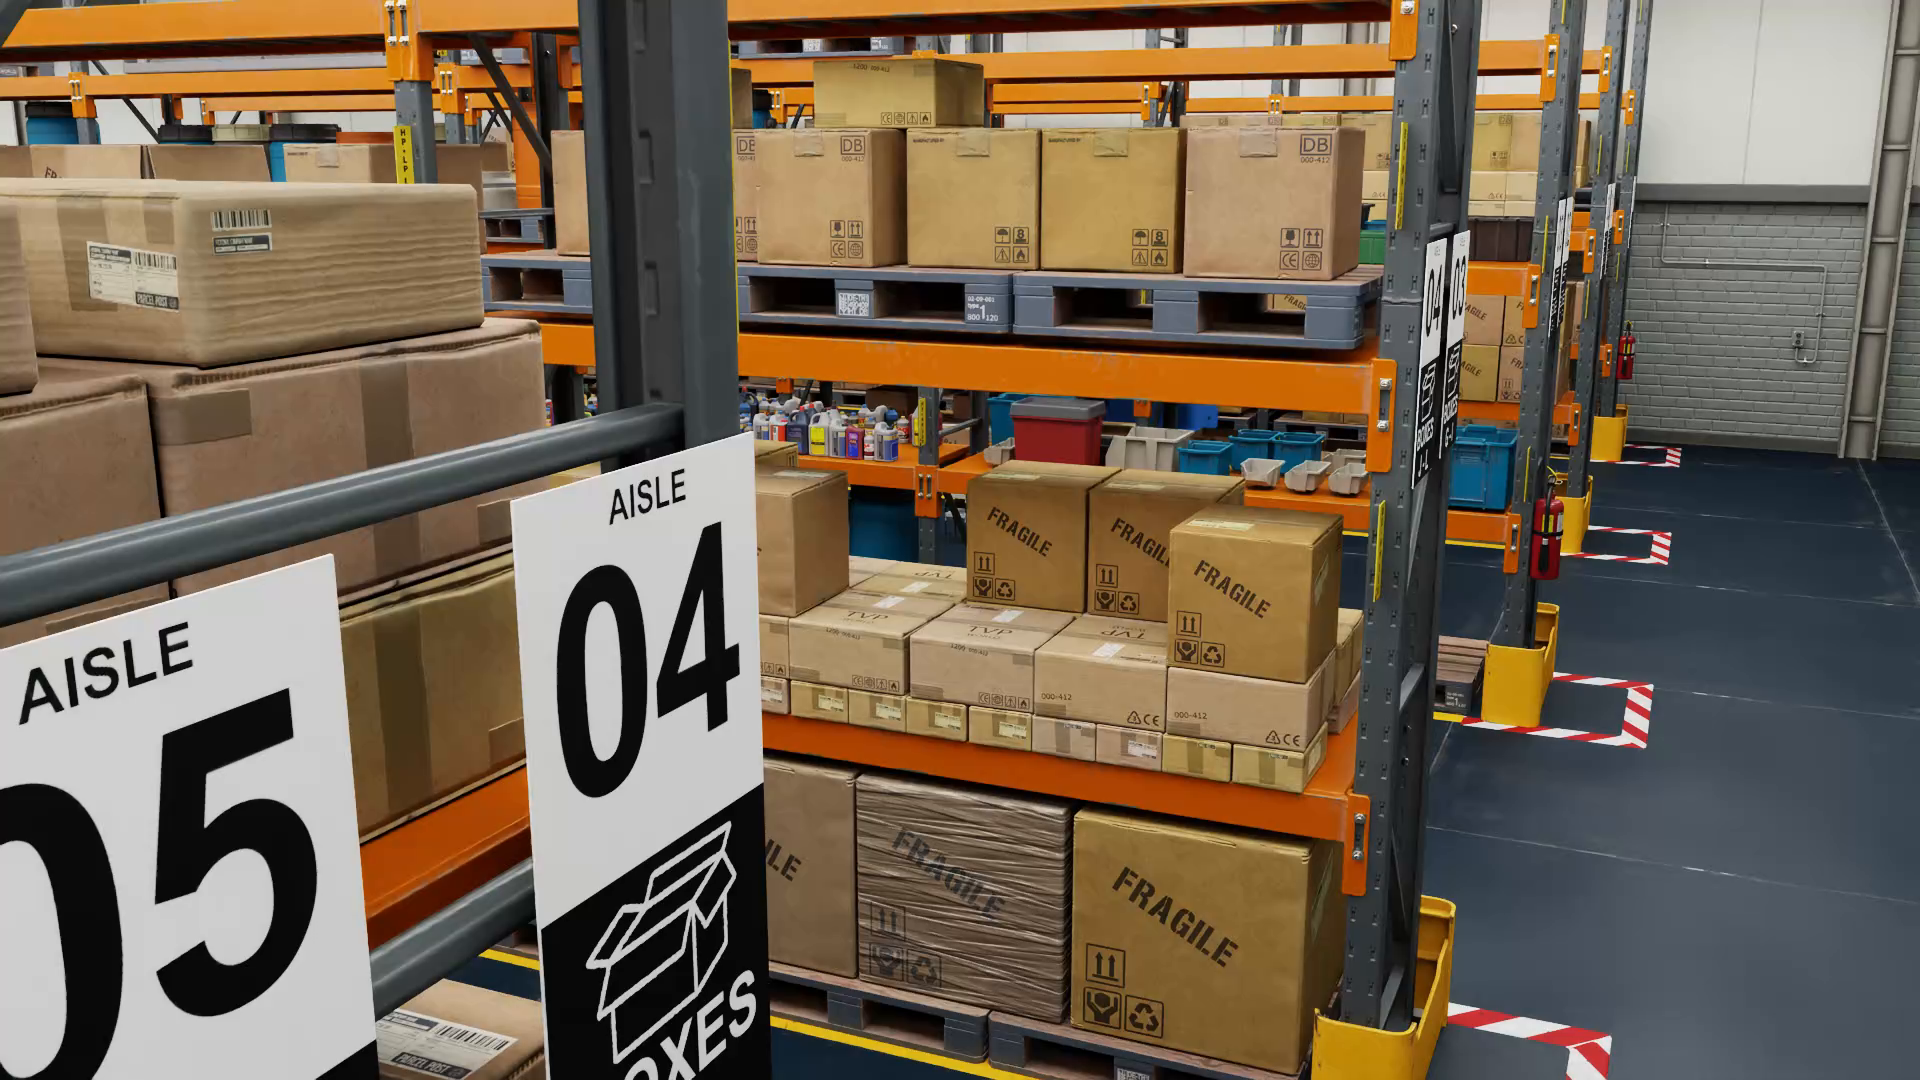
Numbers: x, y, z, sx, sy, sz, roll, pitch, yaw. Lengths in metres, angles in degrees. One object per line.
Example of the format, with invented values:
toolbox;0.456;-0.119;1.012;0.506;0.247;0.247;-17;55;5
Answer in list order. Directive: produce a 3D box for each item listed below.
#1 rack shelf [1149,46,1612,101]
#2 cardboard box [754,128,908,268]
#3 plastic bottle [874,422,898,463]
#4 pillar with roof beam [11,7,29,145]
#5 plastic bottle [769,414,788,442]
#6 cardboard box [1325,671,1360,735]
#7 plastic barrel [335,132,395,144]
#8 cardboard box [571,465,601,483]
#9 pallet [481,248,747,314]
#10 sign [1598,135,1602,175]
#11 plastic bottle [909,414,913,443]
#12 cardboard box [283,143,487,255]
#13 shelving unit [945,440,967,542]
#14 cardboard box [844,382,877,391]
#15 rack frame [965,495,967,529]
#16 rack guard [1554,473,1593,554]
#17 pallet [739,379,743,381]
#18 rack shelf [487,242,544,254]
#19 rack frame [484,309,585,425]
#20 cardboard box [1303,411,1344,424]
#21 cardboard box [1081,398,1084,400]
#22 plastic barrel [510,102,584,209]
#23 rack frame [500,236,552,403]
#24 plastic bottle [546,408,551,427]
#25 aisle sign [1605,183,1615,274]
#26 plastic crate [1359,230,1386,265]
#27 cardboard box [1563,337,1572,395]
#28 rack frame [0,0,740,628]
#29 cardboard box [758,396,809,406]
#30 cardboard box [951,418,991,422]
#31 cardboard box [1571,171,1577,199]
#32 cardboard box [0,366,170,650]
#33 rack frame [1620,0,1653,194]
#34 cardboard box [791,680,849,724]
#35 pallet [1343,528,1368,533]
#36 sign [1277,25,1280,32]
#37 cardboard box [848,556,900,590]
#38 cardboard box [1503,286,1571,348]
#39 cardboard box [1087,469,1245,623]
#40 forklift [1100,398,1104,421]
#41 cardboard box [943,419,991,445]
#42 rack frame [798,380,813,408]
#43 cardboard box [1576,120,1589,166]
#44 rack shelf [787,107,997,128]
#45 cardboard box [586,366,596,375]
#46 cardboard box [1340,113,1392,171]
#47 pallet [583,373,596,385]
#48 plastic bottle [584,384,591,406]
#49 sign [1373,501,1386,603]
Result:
rack shelf;3.801;-4.218;15.110;4.000;0.370;1.077;6;14;23
cardboard box;-0.394;-1.339;6.468;0.500;0.500;0.700;6;15;26
plastic bottle;-0.529;-0.709;11.976;0.135;0.276;0.152;6;14;23
pillar with roof beam;-18.722;-7.228;26.353;0.548;9.000;9.100;6;14;23
plastic bottle;-1.324;-0.789;12.319;0.135;0.276;0.152;6;14;23
cardboard box;1.422;0.625;6.570;0.250;0.149;0.380;6;14;24
plastic barrel;-4.956;-3.022;14.054;0.708;0.830;0.600;6;14;23
cardboard box;-1.262;-0.058;6.965;0.500;0.500;0.500;6;14;23
pallet;-1.300;-1.105;7.021;1.213;0.211;1.003;6;14;23
sign;5.386;-3.242;13.994;0.005;0.325;0.100;6;14;23
plastic bottle;-0.322;-0.879;12.684;0.133;0.283;0.061;6;14;23
cardboard box;-2.578;-1.531;7.503;0.500;0.500;0.700;6;15;25
shelving unit;0.007;-0.437;15.144;0.210;0.900;0.258;6;14;23
cardboard box;-1.251;-2.405;23.440;0.500;0.500;0.700;6;14;23
rack frame;0.100;-0.428;15.104;0.006;0.900;0.240;6;14;23
rack guard;5.560;-0.254;15.240;0.348;0.500;1.175;6;14;23
pallet;-3.968;-2.307;24.619;1.213;0.211;1.003;6;14;23
rack shelf;-1.866;-2.095;12.622;4.000;0.370;1.077;6;14;23
rack frame;-2.044;0.234;7.685;0.127;3.000;1.000;6;14;23
cardboard box;4.617;-1.766;20.764;0.500;0.500;0.700;6;14;24
cardboard box;1.735;-2.220;21.929;0.750;0.750;0.750;6;14;23
plastic barrel;-3.177;-2.991;13.005;0.708;0.830;0.600;6;14;23
rack frame;-3.695;-1.170;13.671;0.127;3.000;1.000;6;14;23
plastic bottle;-3.246;-0.941;13.127;0.097;0.201;0.097;0;13;0
aisle sign;5.810;-2.785;14.862;0.004;0.787;0.394;6;14;23
plastic crate;2.602;-1.819;10.333;0.336;0.188;0.450;6;14;23
cardboard box;-0.454;-2.215;17.580;12.982;0.649;0.897;6;14;23
rack frame;-0.488;-1.290;1.047;0.127;3.000;1.000;6;14;23
cardboard box;-2.045;-1.453;18.749;0.500;0.311;0.500;6;15;25
cardboard box;0.220;-1.069;17.749;0.500;0.500;0.500;5;14;21
cardboard box;5.265;-3.197;14.976;0.500;0.250;0.500;6;14;23
cardboard box;-1.012;0.011;1.305;0.500;0.250;0.500;5;14;21
rack frame;7.632;-5.420;18.650;0.127;3.000;1.000;6;14;23
cardboard box;-0.482;0.597;6.688;0.250;0.149;0.380;5;14;22
pallet;3.719;-0.300;16.069;1.213;0.211;1.003;6;14;23
sign;3.766;-6.169;19.624;0.005;0.325;0.100;6;14;23
cardboard box;-0.593;0.243;7.325;0.500;0.250;0.500;6;15;24
cardboard box;5.111;-1.984;14.729;0.500;0.500;0.500;6;14;23
cardboard box;0.827;0.020;6.632;0.500;0.500;0.500;5;14;22
forklift;1.024;-2.795;20.746;5.019;2.935;3.258;6;15;25
cardboard box;0.032;-0.958;17.275;0.500;0.500;0.500;5;14;21
rack frame;-1.684;-2.205;18.082;0.053;2.616;0.949;6;14;23
cardboard box;6.852;-4.516;18.910;0.500;0.500;0.500;6;14;23
rack shelf;-1.511;-5.800;22.721;4.000;0.370;1.077;6;14;23
cardboard box;-5.229;-2.763;24.968;0.500;0.500;0.700;5;14;20
cardboard box;3.810;-3.658;15.299;0.500;0.500;0.700;6;14;23
pallet;-5.087;-2.419;25.099;1.213;0.211;1.003;6;14;23
plastic bottle;-3.152;-1.165;13.905;0.133;0.283;0.061;6;14;23
sign;1.381;0.037;5.471;0.005;0.325;0.100;6;14;23
